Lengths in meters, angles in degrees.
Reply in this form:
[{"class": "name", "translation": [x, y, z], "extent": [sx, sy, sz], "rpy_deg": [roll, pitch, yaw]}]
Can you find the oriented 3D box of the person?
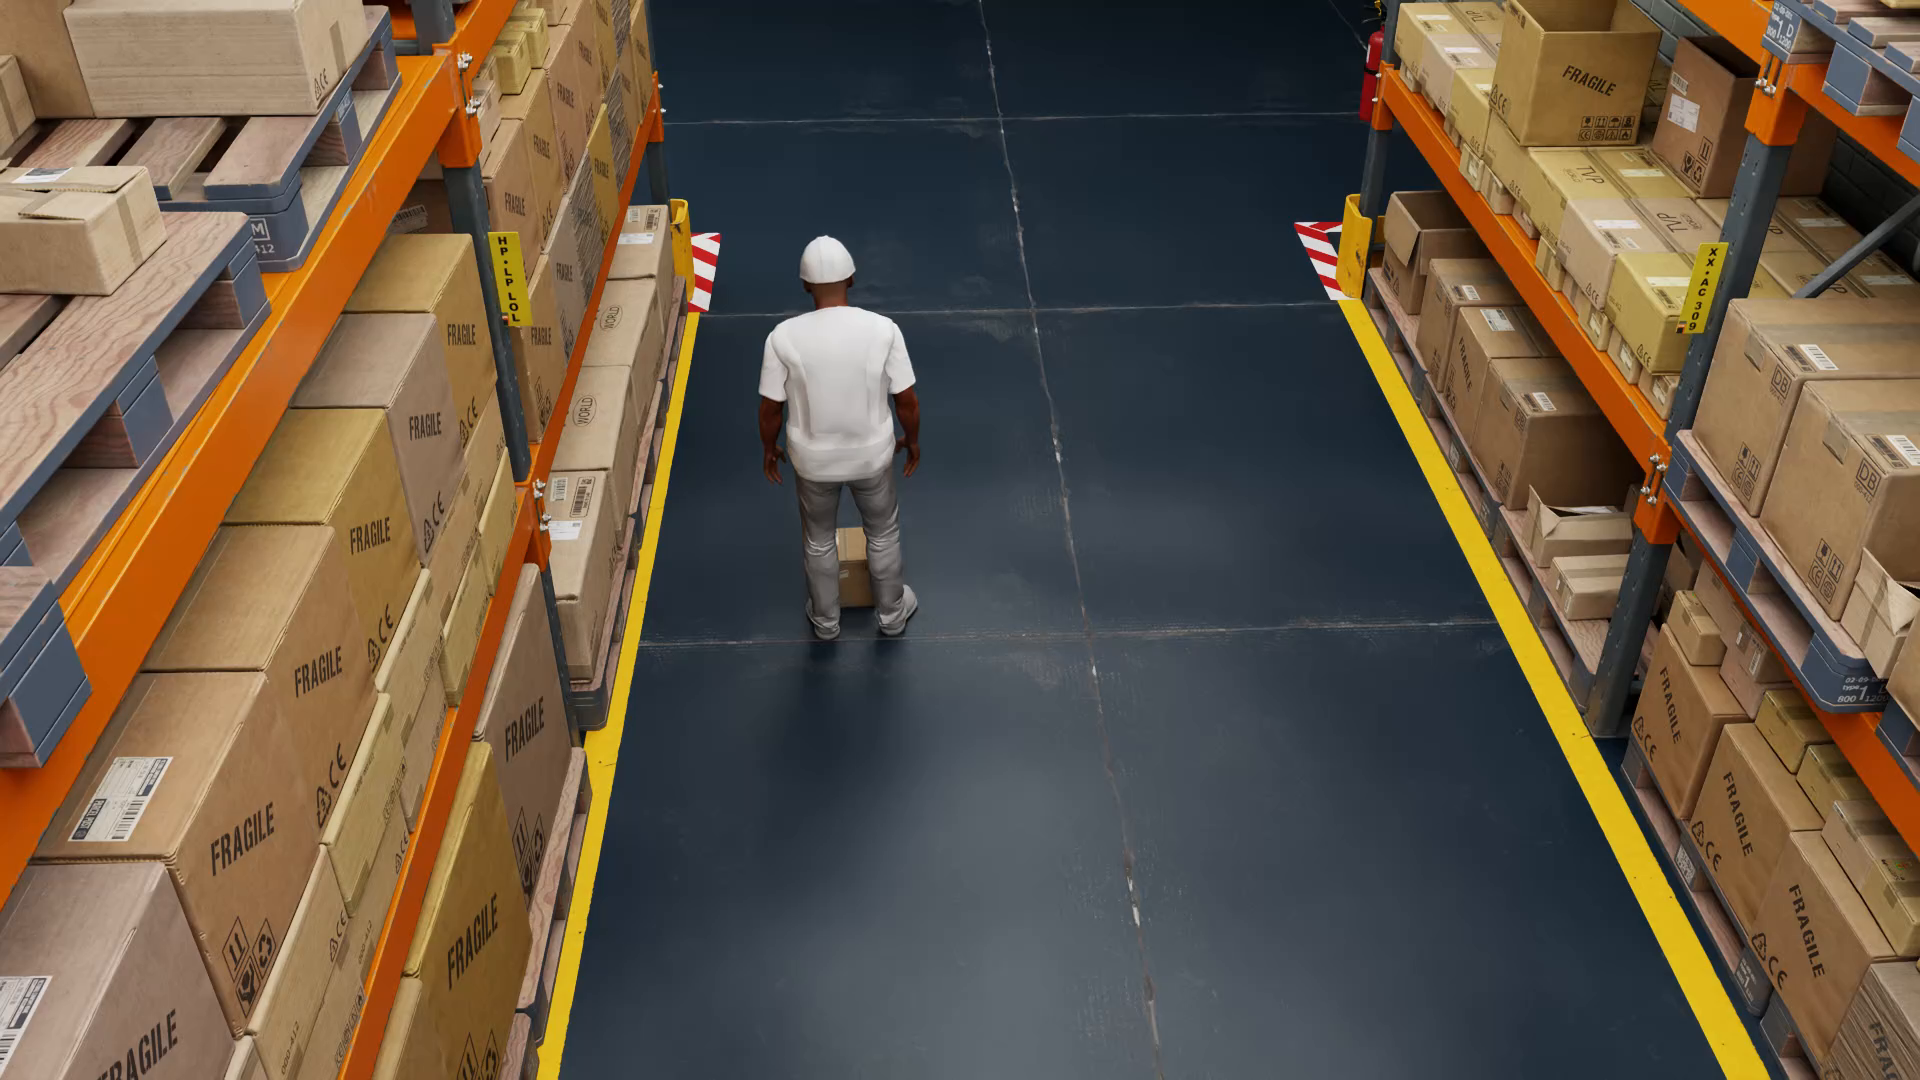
[{"class": "person", "translation": [-0.473, -0.370, 6.656], "extent": [0.637, 1.761, 0.456], "rpy_deg": [-3, 35, -4]}]
